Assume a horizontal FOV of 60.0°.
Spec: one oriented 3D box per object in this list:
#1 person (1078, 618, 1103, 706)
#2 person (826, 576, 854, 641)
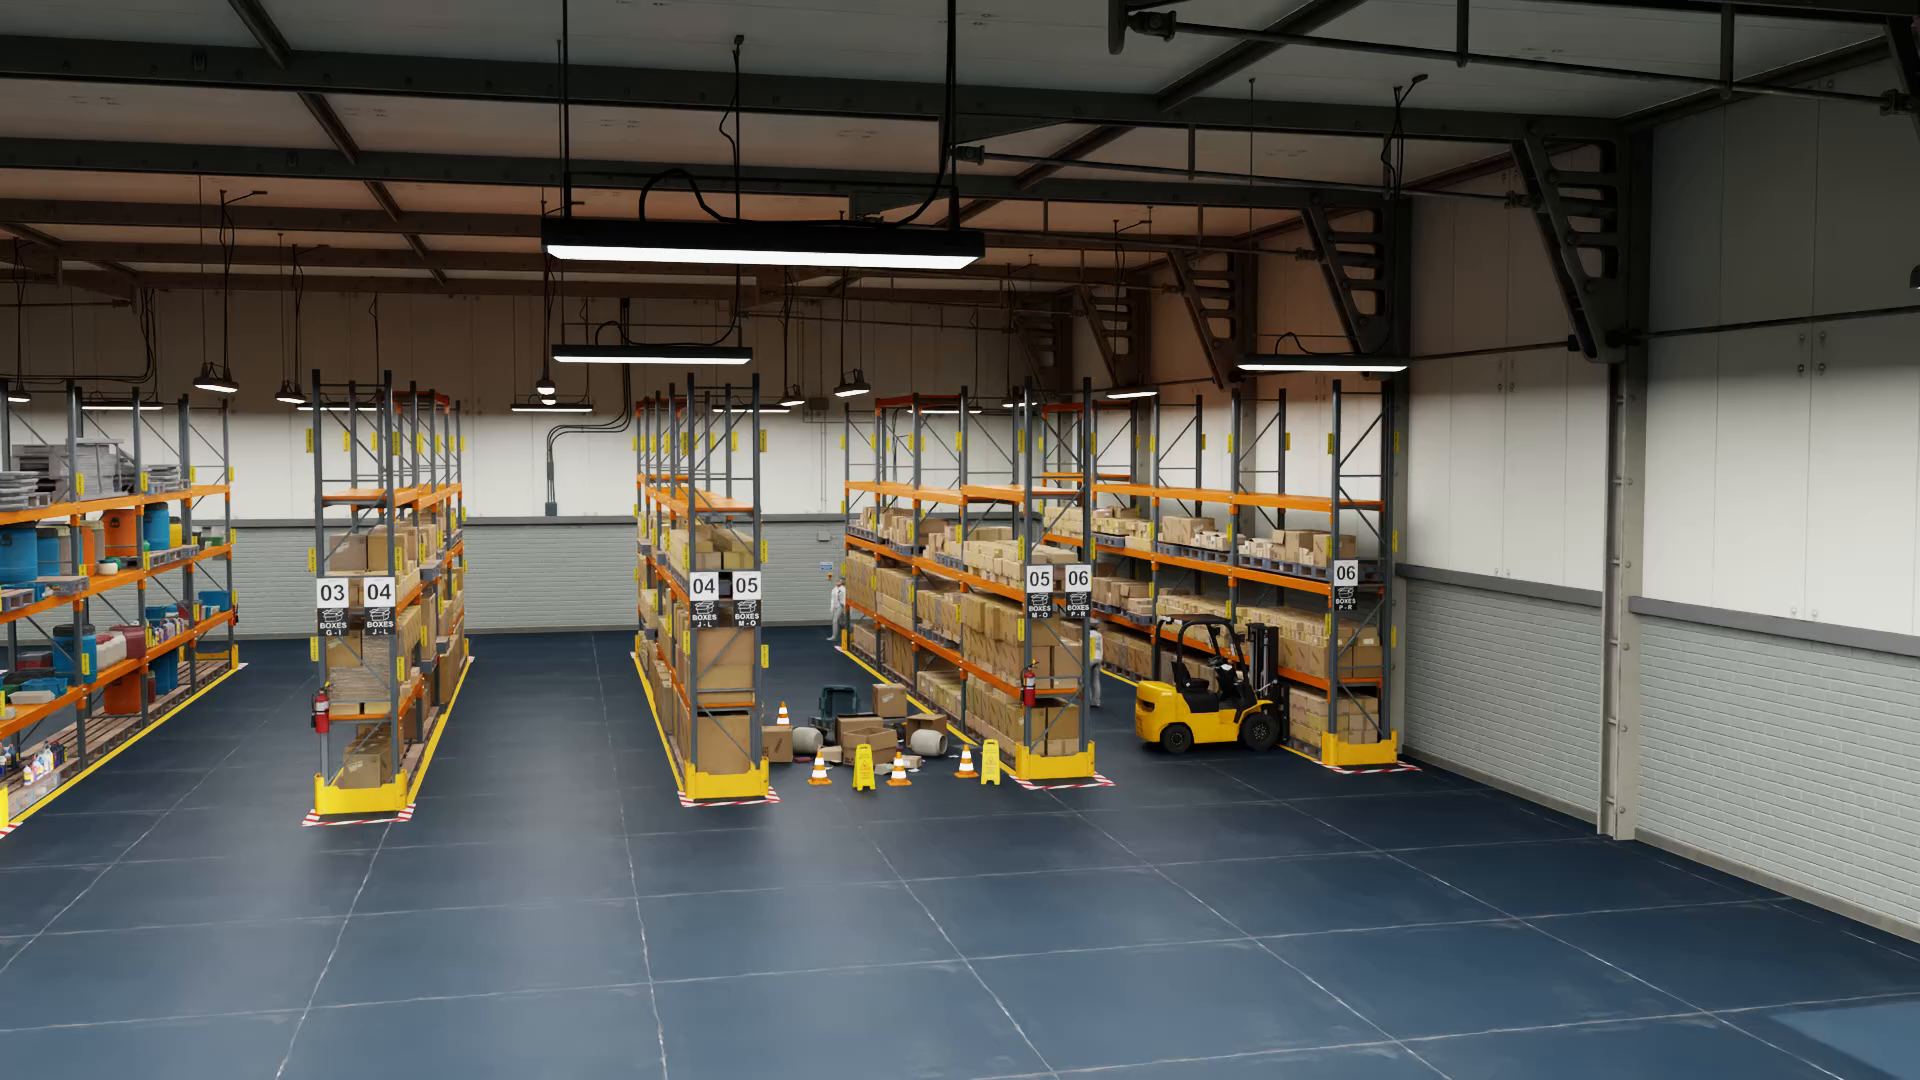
[{"bbox_3d":[2.522,2.330,31.737,0.505,1.684,0.419,-3,4,-37],"label":"person"},{"bbox_3d":[-3.018,1.720,42.327,0.897,1.648,0.469,-2,4,-27],"label":"person"}]
